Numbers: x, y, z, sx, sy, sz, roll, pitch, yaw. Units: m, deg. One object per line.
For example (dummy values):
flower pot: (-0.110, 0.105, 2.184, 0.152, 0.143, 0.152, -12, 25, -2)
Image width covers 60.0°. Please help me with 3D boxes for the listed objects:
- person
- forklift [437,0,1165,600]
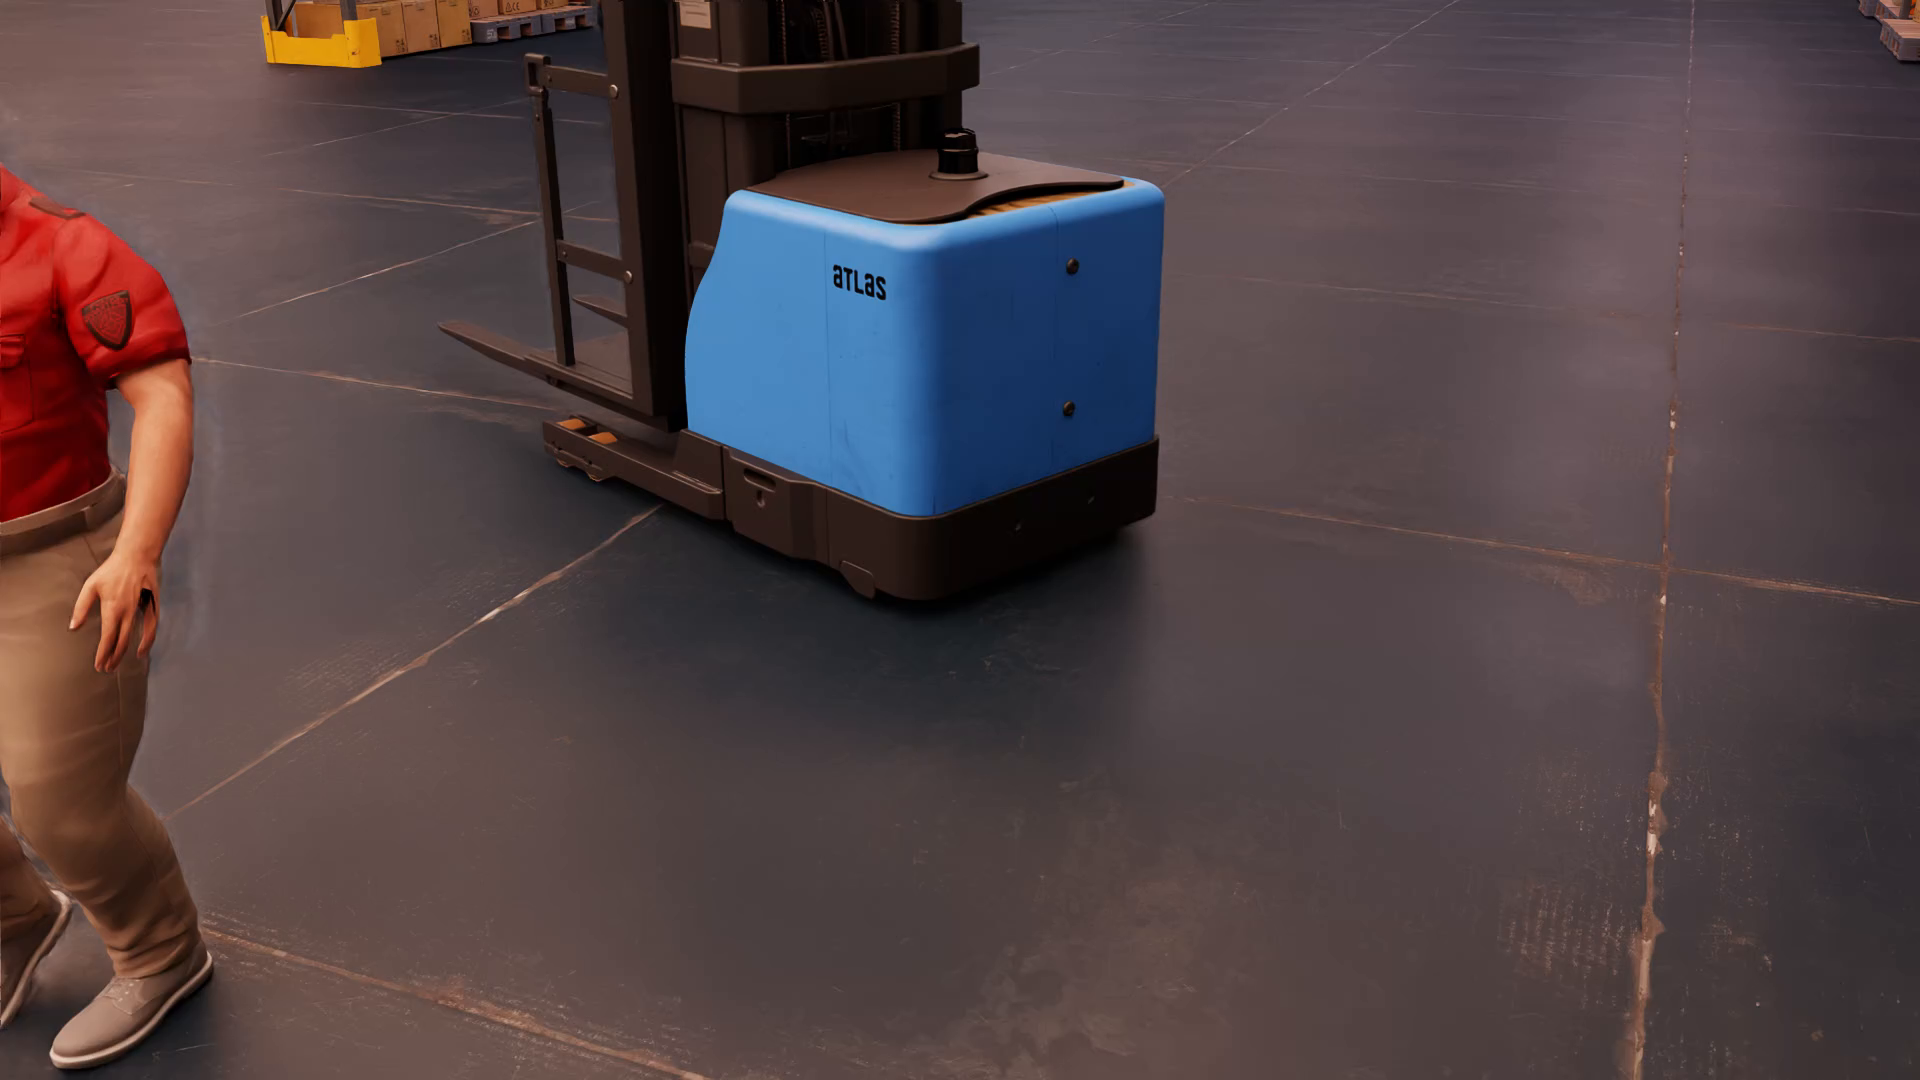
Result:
person: (-1.542, 0.108, 2.694, 0.874, 1.750, 0.467, 9, 24, 21)
forklift: (-0.776, -1.666, 5.278, 1.130, 2.935, 3.031, -20, 30, -40)
